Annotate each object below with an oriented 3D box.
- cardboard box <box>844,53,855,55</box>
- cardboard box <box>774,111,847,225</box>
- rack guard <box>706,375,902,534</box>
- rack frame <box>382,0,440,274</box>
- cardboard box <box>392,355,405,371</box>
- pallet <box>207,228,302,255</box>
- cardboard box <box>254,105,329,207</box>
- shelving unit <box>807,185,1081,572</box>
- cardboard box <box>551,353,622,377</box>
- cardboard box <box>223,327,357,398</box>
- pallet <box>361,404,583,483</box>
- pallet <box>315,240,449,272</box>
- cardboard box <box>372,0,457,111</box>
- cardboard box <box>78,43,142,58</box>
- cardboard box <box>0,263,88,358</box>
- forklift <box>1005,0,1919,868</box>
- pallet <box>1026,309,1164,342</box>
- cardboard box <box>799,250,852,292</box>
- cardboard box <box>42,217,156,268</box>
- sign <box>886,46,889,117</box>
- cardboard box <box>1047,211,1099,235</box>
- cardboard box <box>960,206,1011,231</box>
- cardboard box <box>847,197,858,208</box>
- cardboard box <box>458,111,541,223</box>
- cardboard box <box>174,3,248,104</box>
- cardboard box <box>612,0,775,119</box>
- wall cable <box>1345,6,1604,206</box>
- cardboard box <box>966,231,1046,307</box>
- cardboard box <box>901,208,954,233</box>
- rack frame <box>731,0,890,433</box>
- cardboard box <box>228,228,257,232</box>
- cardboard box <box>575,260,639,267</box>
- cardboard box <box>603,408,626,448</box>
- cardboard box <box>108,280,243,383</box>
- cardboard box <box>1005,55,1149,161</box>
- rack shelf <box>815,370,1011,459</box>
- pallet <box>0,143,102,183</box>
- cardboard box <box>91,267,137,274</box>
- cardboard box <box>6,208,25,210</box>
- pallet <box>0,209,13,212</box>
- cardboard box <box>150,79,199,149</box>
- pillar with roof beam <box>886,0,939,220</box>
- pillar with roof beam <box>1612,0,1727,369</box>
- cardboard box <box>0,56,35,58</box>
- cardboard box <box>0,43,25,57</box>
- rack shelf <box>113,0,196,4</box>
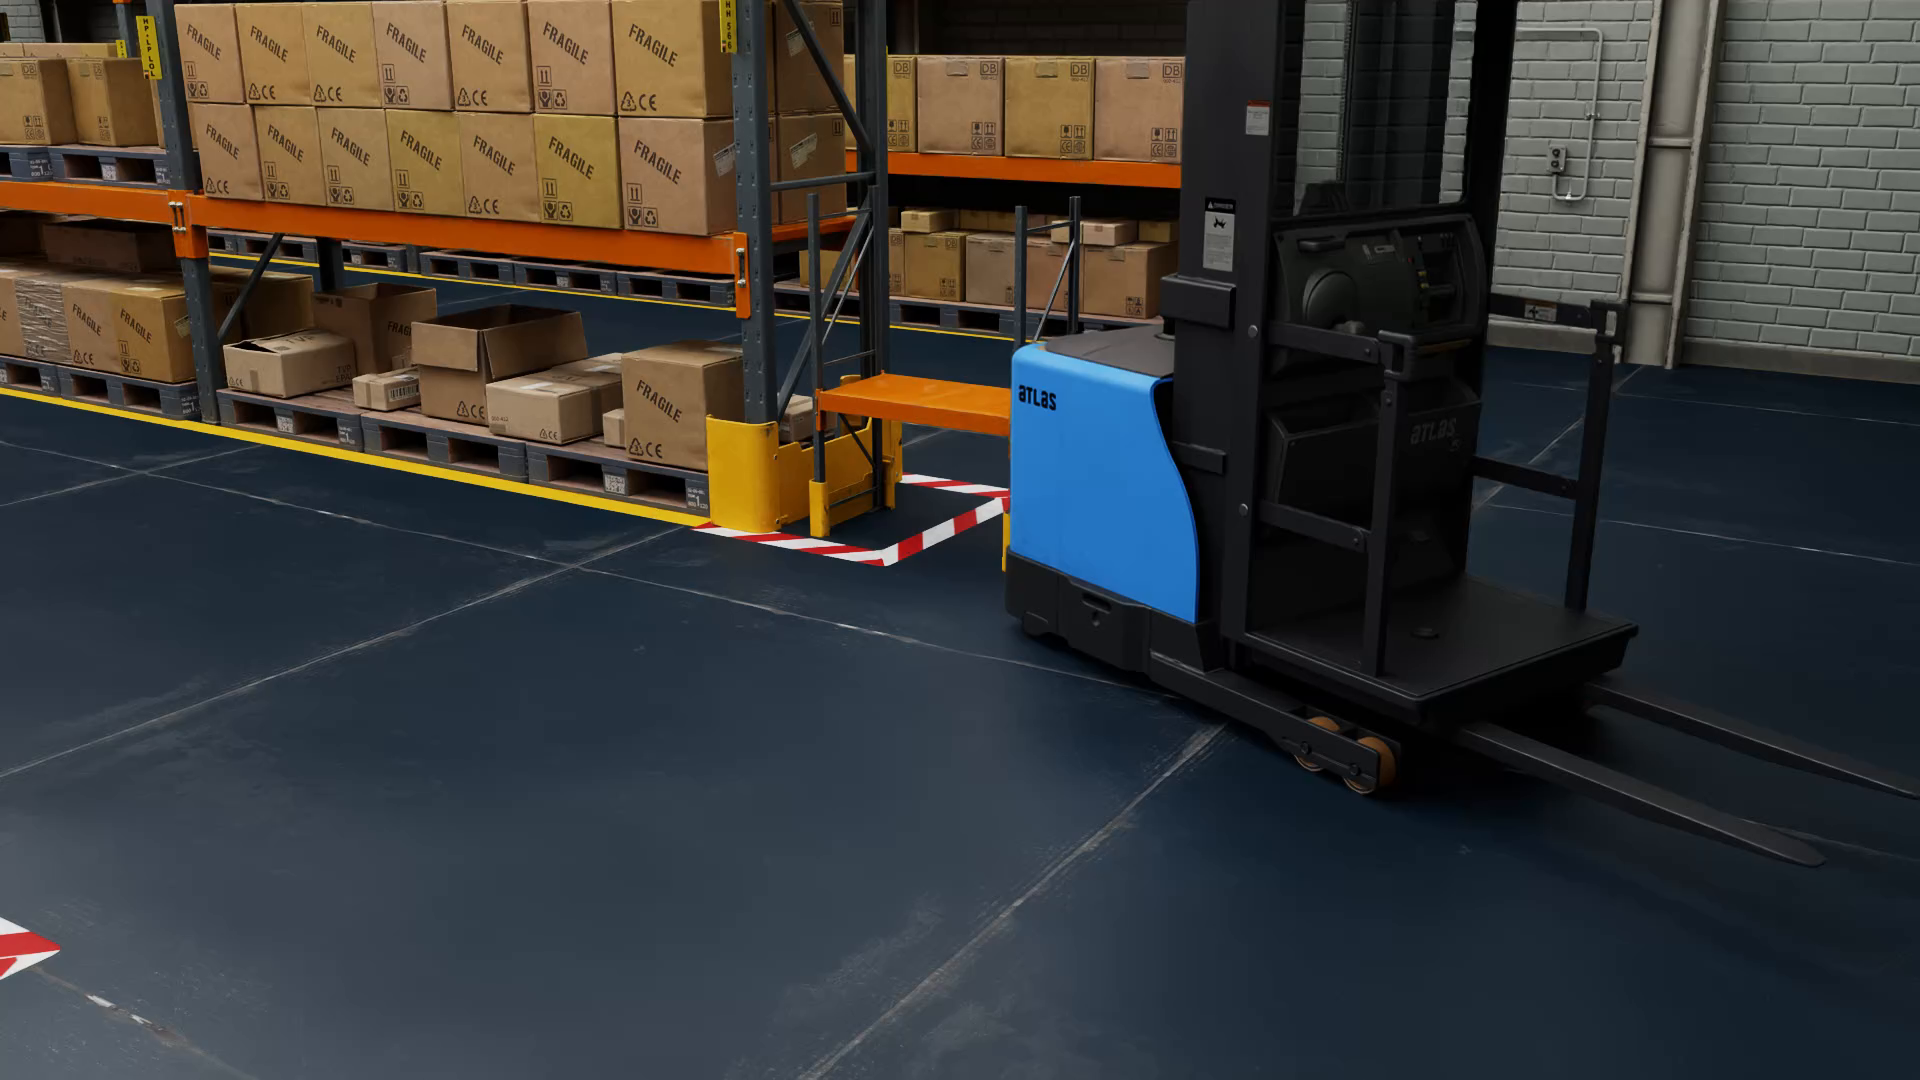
[{"bbox_3d":[-1.018,-3.508,13.254,0.700,0.700,0.980,10,20,31],"label":"cardboard box"},{"bbox_3d":[-0.893,-1.796,7.961,0.500,0.500,0.500,11,20,31],"label":"cardboard box"},{"bbox_3d":[-0.717,-0.431,7.940,0.348,0.500,1.175,10,20,30],"label":"rack guard"},{"bbox_3d":[-4.880,-4.060,15.586,0.127,3.000,1.000,10,20,30],"label":"rack frame"},{"bbox_3d":[-3.076,-1.012,9.699,0.250,0.149,0.380,10,20,30],"label":"cardboard box"},{"bbox_3d":[-7.625,-3.216,17.605,1.213,0.211,1.003,10,20,30],"label":"pallet"},{"bbox_3d":[-3.332,-2.050,8.796,0.500,0.500,0.500,11,20,31],"label":"cardboard box"},{"bbox_3d":[-0.065,-0.729,7.201,1.083,1.500,0.587,10,20,30],"label":"shelving unit"},{"bbox_3d":[-1.820,-0.815,8.879,0.500,0.250,0.500,10,20,30],"label":"cardboard box"},{"bbox_3d":[-3.817,-1.031,9.482,0.500,0.311,0.500,10,20,30],"label":"cardboard box"},{"bbox_3d":[-2.433,-0.600,8.992,1.213,0.211,1.003,10,20,30],"label":"pallet"},{"bbox_3d":[-5.546,-2.845,16.383,1.213,0.211,1.003,10,20,30],"label":"pallet"},{"bbox_3d":[-2.489,-2.374,8.143,0.500,0.500,0.500,11,20,32],"label":"cardboard box"},{"bbox_3d":[-8.854,-4.960,17.483,0.500,0.500,0.500,10,20,30],"label":"cardboard box"},{"bbox_3d":[-5.910,-1.473,10.613,0.500,0.500,0.500,9,19,28],"label":"cardboard box"},{"bbox_3d":[1.443,-0.813,5.013,1.130,2.935,3.031,-12,21,-34],"label":"forklift"},{"bbox_3d":[1.214,-1.611,12.322,1.213,0.211,1.003,10,20,30],"label":"pallet"},{"bbox_3d":[-0.888,-2.317,13.427,0.500,0.500,0.700,10,20,31],"label":"cardboard box"},{"bbox_3d":[-5.626,-1.959,10.925,0.500,0.250,0.500,10,19,29],"label":"cardboard box"},{"bbox_3d":[-0.369,-2.164,7.855,0.005,0.325,0.100,10,20,30],"label":"sign"},{"bbox_3d":[0.854,-2.386,12.536,0.250,0.149,0.380,10,20,31],"label":"cardboard box"},{"bbox_3d":[0.202,-2.502,12.918,0.250,0.149,0.380,10,19,29],"label":"cardboard box"},{"bbox_3d":[-0.908,-2.699,13.567,0.250,0.149,0.380,10,20,30],"label":"cardboard box"},{"bbox_3d":[-2.043,-1.819,8.038,0.500,0.500,0.500,10,20,30],"label":"cardboard box"},{"bbox_3d":[-3.807,-2.609,8.917,0.500,0.500,0.500,11,20,31],"label":"cardboard box"},{"bbox_3d":[-1.176,-2.141,7.378,0.500,0.500,0.500,10,20,30],"label":"cardboard box"},{"bbox_3d":[3.523,-3.369,11.562,1.851,1.984,0.084,10,20,30],"label":"wall cable"},{"bbox_3d":[0.432,-2.082,12.653,0.500,0.500,0.700,9,19,28],"label":"cardboard box"},{"bbox_3d":[-0.247,-2.451,12.751,0.250,0.149,0.380,9,19,28],"label":"cardboard box"},{"bbox_3d":[-0.653,-1.616,7.539,0.127,3.000,1.000,10,20,30],"label":"rack frame"},{"bbox_3d":[-7.186,-3.509,17.315,0.500,0.500,0.700,10,19,29],"label":"cardboard box"},{"bbox_3d":[-2.853,-2.825,14.496,0.750,0.750,0.750,11,20,32],"label":"cardboard box"},{"bbox_3d":[-1.543,-0.576,8.234,0.250,0.166,0.380,10,20,30],"label":"cardboard box"},{"bbox_3d":[-4.632,-1.243,9.855,0.500,0.500,0.500,10,20,30],"label":"cardboard box"},{"bbox_3d":[0.871,-3.170,12.138,0.700,0.700,0.980,10,20,30],"label":"cardboard box"},{"bbox_3d":[-0.073,-0.559,7.258,1.000,0.185,0.538,10,20,30],"label":"rack shelf"},{"bbox_3d":[-5.810,-2.446,10.603,1.213,0.211,1.003,10,20,30],"label":"pallet"},{"bbox_3d":[-5.228,-1.529,10.796,0.500,0.500,0.500,10,20,31],"label":"cardboard box"},{"bbox_3d":[-10.669,-3.986,19.213,0.500,0.311,0.500,12,21,35],"label":"cardboard box"},{"bbox_3d":[-10.959,-3.799,19.523,1.213,0.211,1.003,10,20,30],"label":"pallet"},{"bbox_3d":[-4.348,-2.600,9.886,0.500,0.500,0.700,4,17,12],"label":"cardboard box"},{"bbox_3d":[-2.676,-5.363,9.555,0.400,9.000,9.100,10,20,30],"label":"pillar with roof beam"},{"bbox_3d":[2.437,-4.451,6.551,0.400,9.000,9.100,10,20,30],"label":"pillar with roof beam"},{"bbox_3d":[-6.195,-2.827,10.632,0.500,0.500,0.700,15,22,40],"label":"cardboard box"},{"bbox_3d":[-10.149,-5.193,18.249,0.500,0.500,0.500,11,20,32],"label":"cardboard box"},{"bbox_3d":[-9.993,-6.064,18.259,4.000,0.370,1.077,10,20,30],"label":"rack shelf"}]
